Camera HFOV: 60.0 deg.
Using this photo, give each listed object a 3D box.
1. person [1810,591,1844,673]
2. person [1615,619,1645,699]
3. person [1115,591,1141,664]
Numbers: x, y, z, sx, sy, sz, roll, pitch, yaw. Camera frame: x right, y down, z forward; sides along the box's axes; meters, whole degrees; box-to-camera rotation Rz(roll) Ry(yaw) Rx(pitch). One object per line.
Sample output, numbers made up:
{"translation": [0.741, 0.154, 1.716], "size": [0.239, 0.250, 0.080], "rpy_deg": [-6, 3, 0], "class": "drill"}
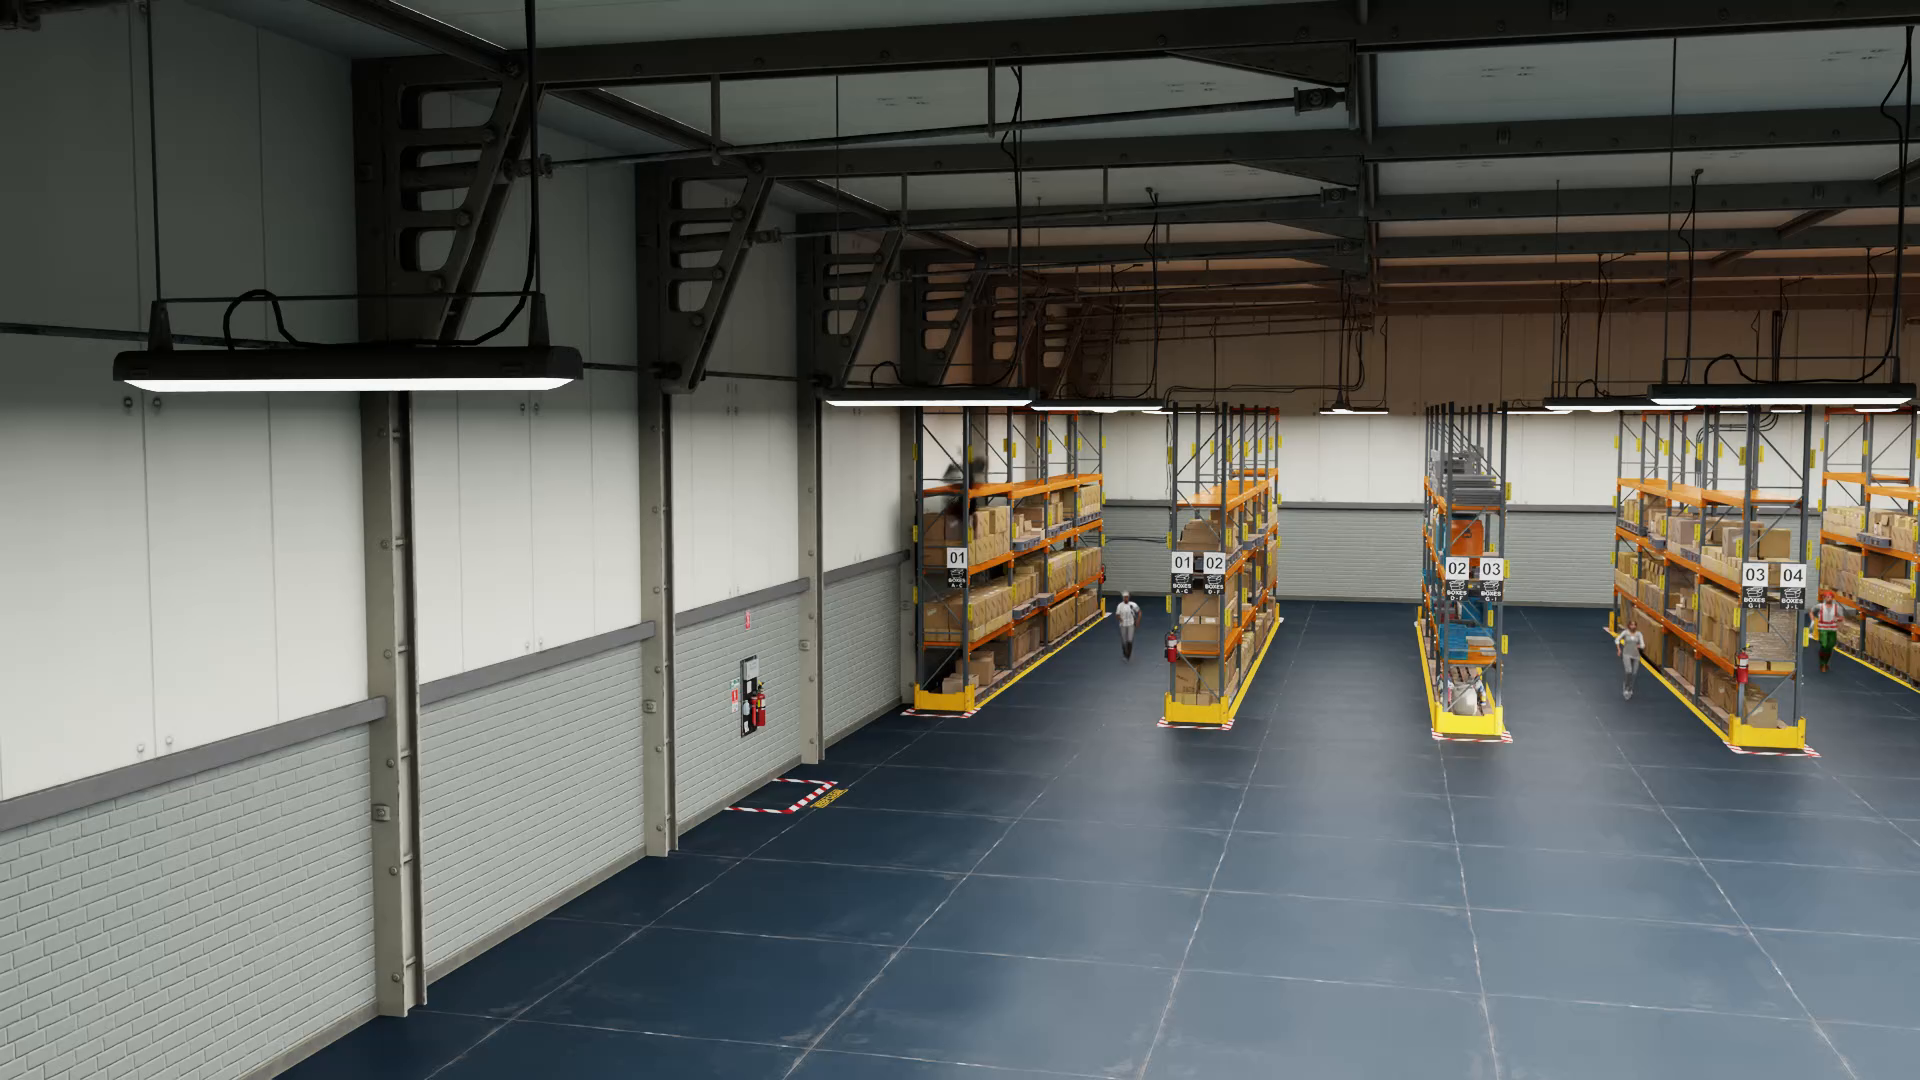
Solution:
{"translation": [19.522, 2.068, 37.434], "size": [0.646, 1.838, 0.758], "rpy_deg": [1, 4, 12], "class": "person"}
{"translation": [13.663, 2.422, 33.874], "size": [0.503, 1.617, 0.682], "rpy_deg": [0, 4, 7], "class": "person"}
{"translation": [3.913, 2.035, 38.805], "size": [0.582, 1.707, 0.703], "rpy_deg": [1, 4, 13], "class": "person"}
